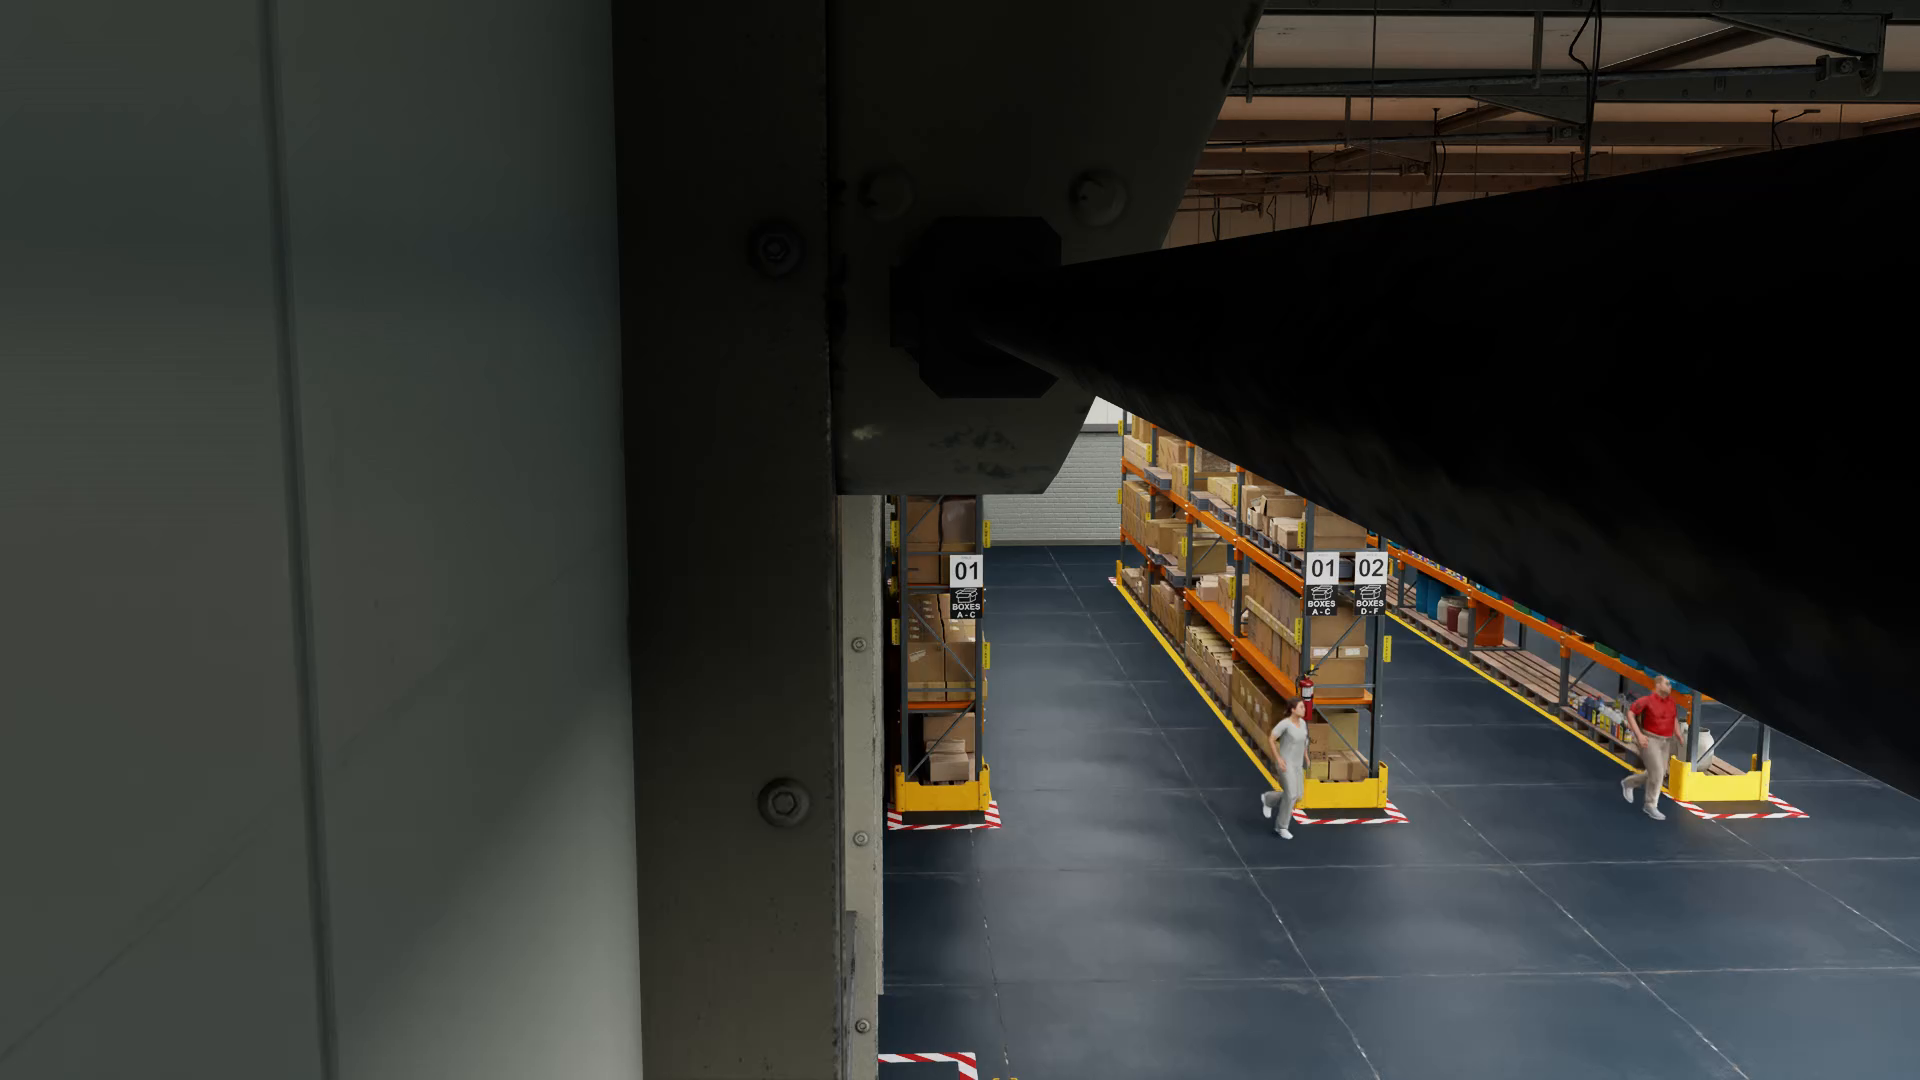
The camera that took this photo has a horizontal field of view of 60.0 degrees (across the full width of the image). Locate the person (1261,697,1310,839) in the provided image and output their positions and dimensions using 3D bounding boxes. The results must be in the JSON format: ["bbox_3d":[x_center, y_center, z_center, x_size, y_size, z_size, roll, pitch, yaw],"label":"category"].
[{"bbox_3d":[3.880,2.653,19.742,0.603,1.624,0.636,-6,10,-35],"label":"person"}]

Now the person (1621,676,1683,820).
[{"bbox_3d":[8.527,2.507,20.459,0.703,1.708,0.750,-4,9,-27],"label":"person"}]
